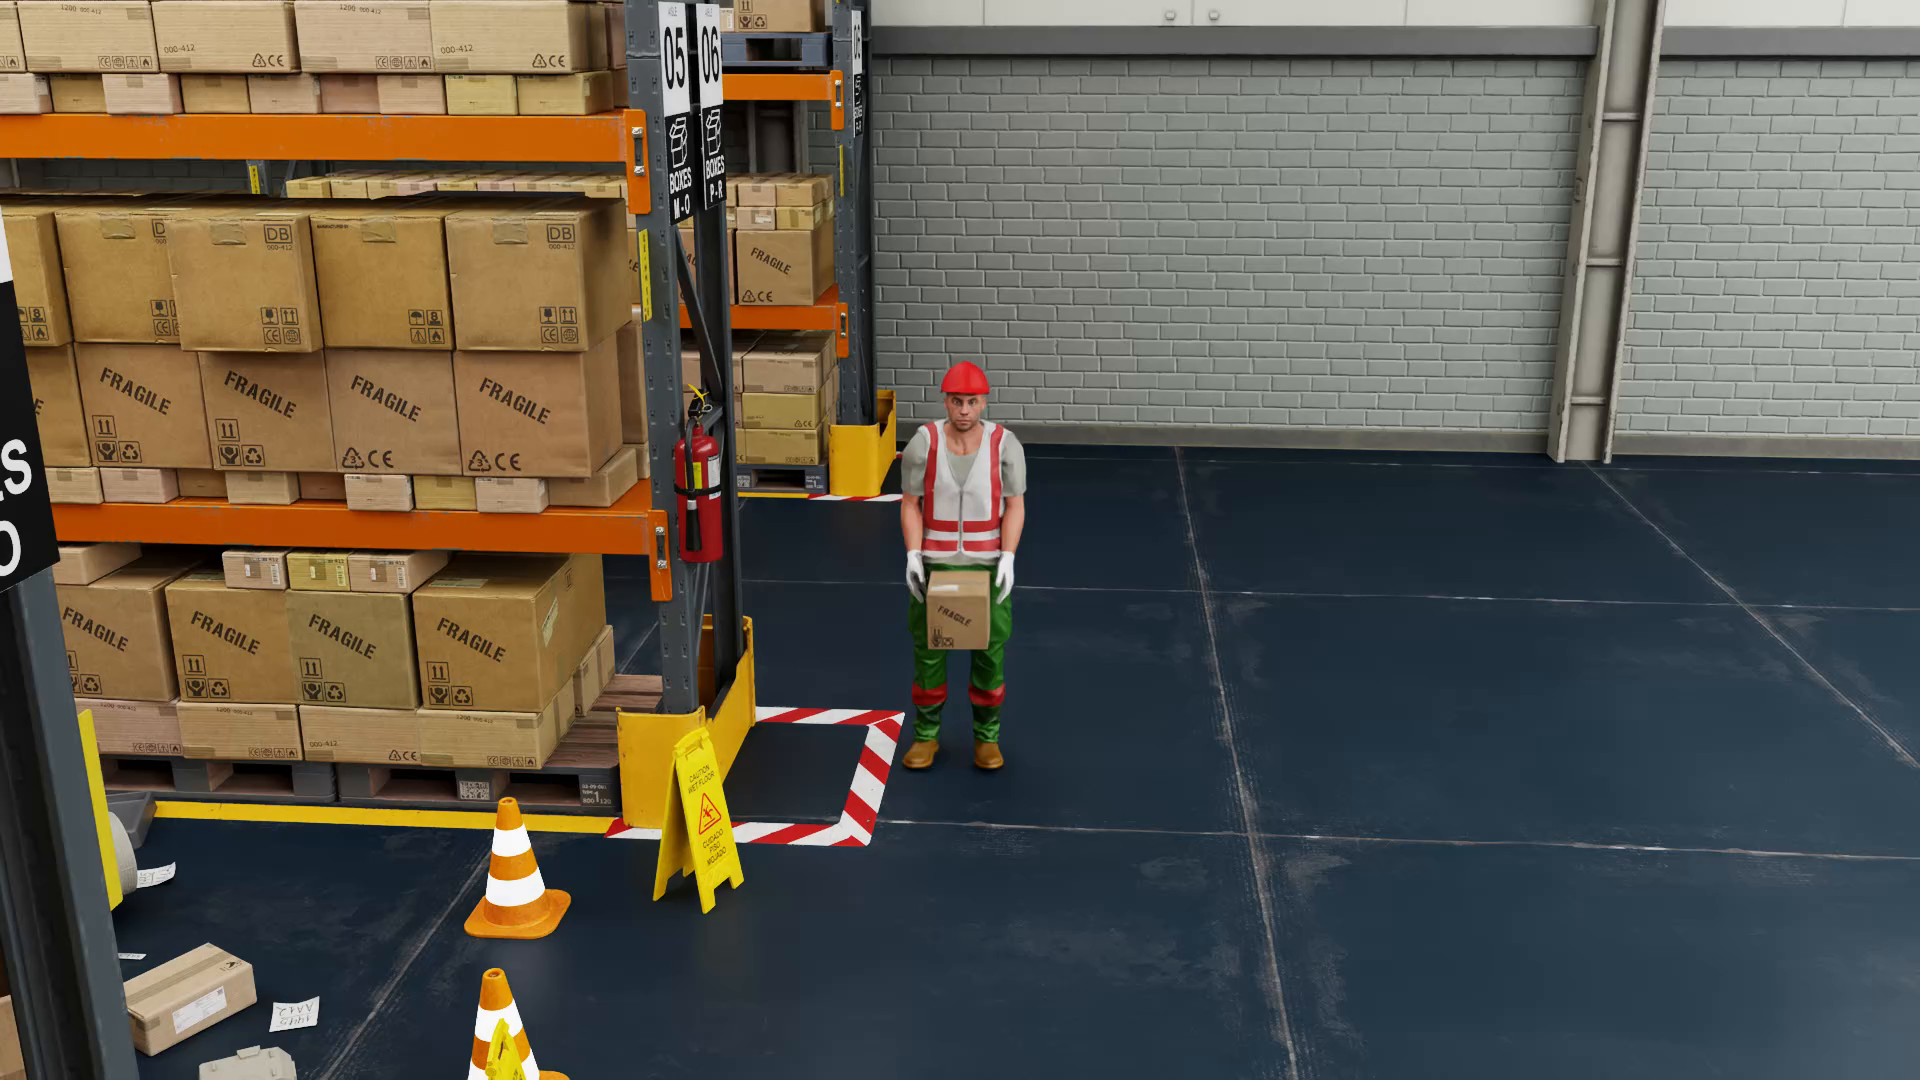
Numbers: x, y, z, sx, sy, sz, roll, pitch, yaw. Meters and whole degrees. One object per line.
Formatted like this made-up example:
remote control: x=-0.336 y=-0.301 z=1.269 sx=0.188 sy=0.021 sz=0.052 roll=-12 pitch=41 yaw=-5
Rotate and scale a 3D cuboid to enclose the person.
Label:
person: x=0.013 y=0.118 z=7.128 sx=0.537 sy=1.791 sz=0.449 roll=1 pitch=17 yaw=3
